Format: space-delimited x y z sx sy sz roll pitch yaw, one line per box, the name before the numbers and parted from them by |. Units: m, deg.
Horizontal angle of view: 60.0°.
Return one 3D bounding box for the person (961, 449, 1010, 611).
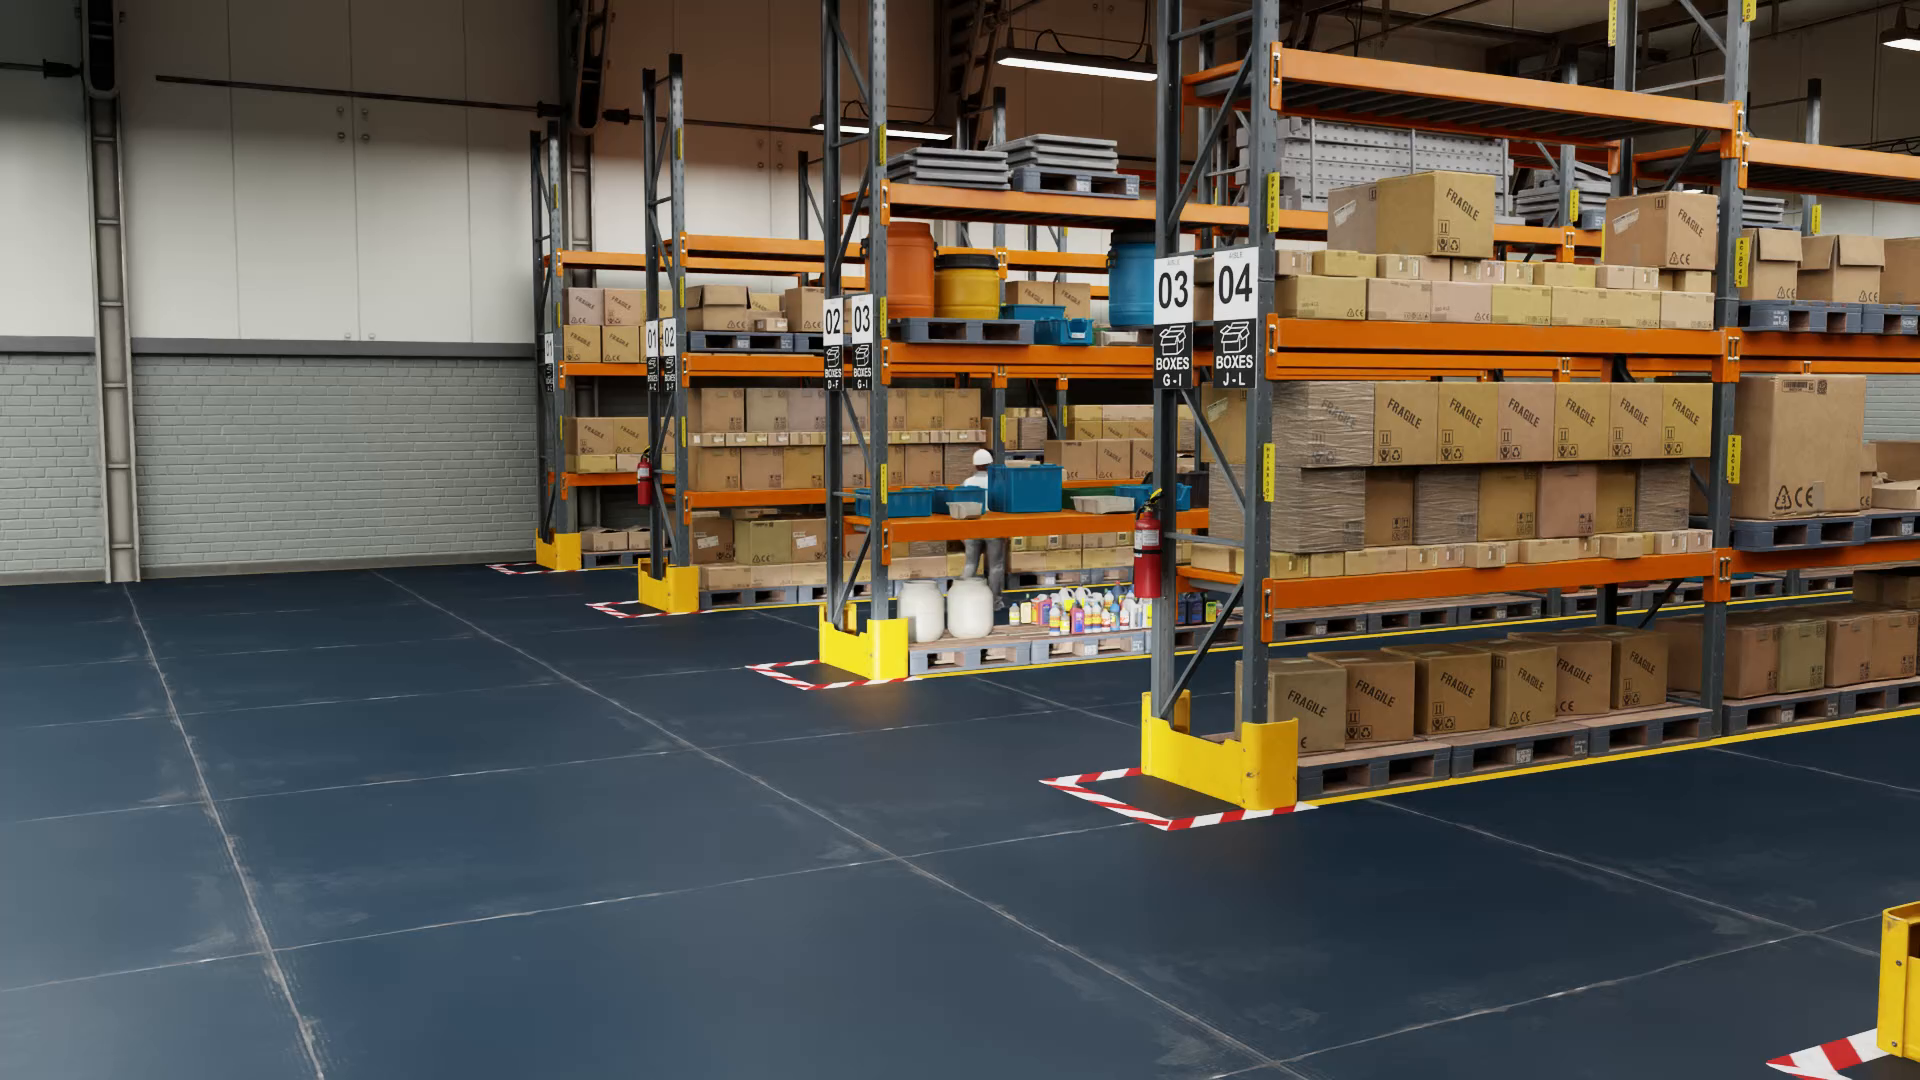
person | 0.277 -0.108 18.236 0.573 1.778 0.530 1 5 13
